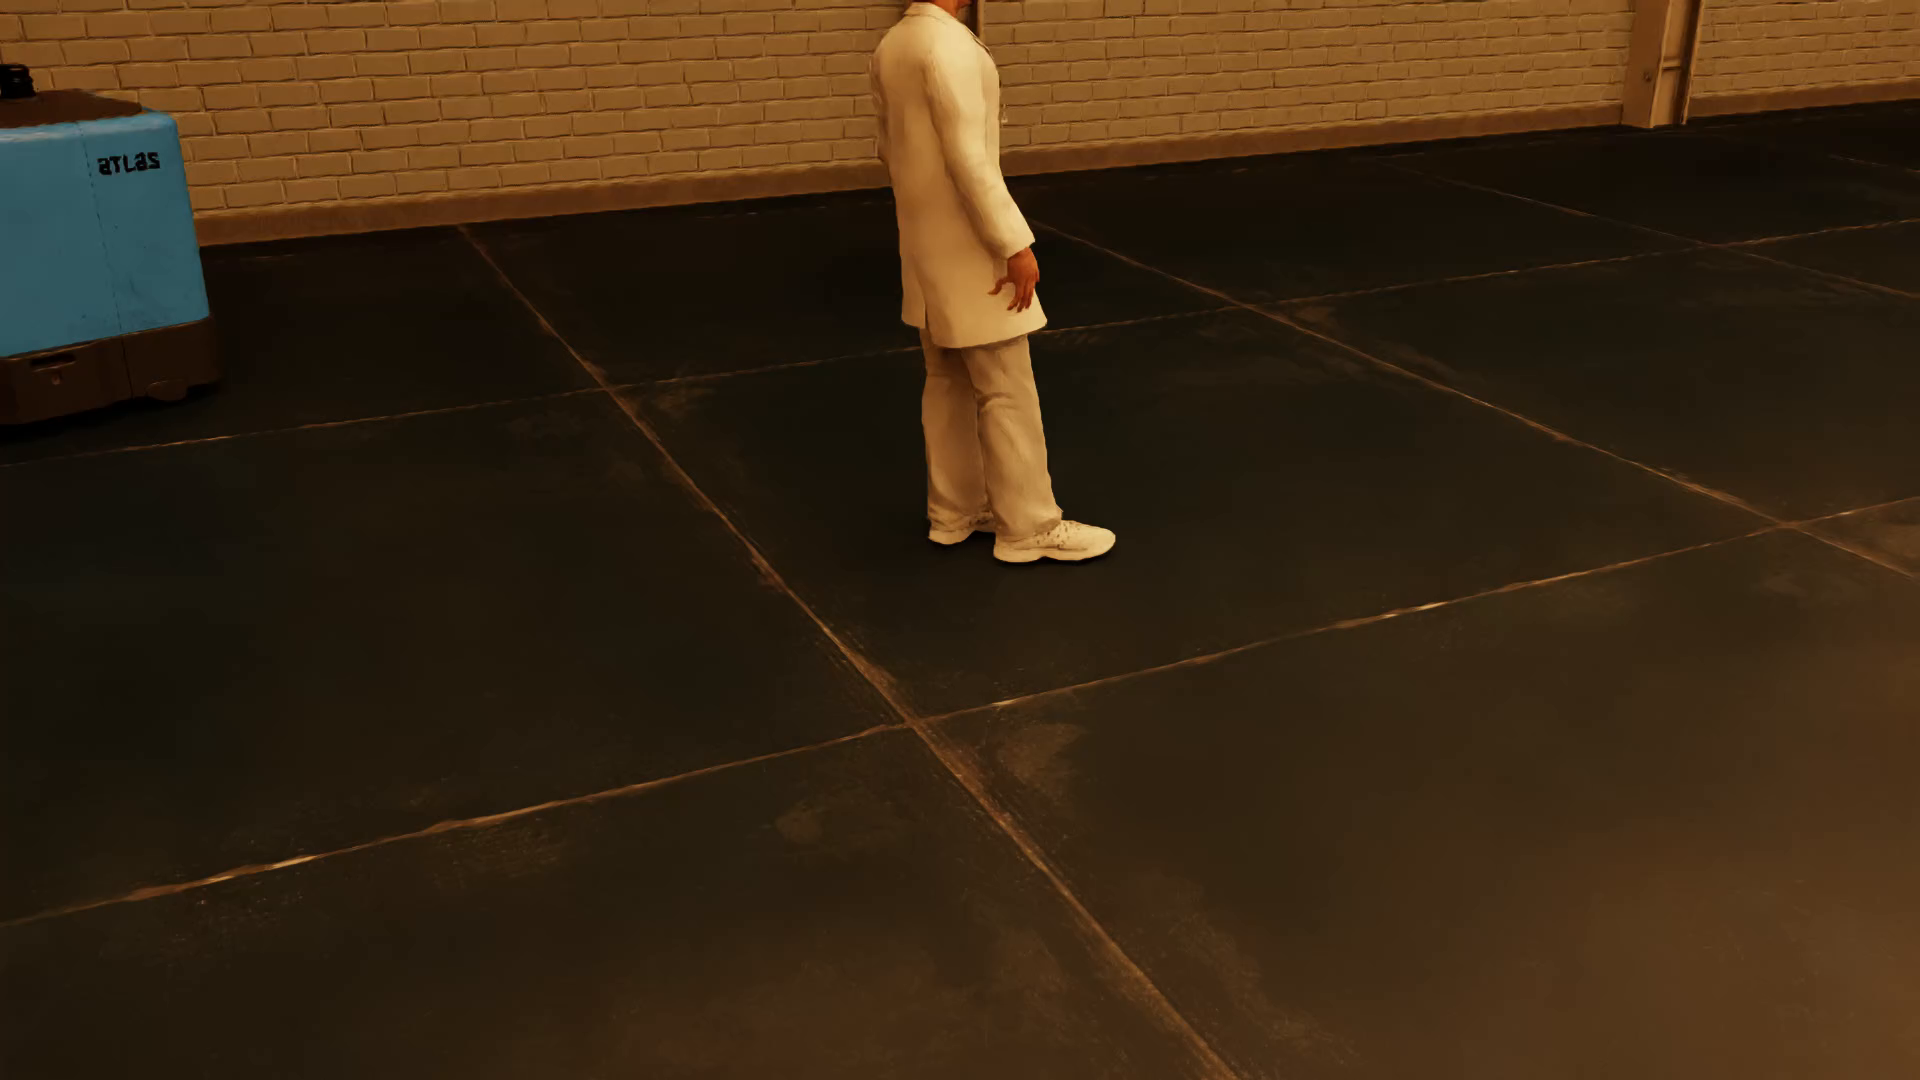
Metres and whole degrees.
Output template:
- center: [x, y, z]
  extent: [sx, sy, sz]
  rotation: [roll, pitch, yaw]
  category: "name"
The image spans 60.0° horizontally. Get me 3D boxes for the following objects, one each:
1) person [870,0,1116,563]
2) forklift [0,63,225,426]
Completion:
- center: [0.084, -0.841, 4.795]
  extent: [0.579, 1.776, 0.694]
  rotation: [-10, 25, -23]
  category: "person"
- center: [-4.249, -1.647, 5.251]
  extent: [1.130, 2.935, 3.031]
  rotation: [21, 30, 41]
  category: "forklift"
